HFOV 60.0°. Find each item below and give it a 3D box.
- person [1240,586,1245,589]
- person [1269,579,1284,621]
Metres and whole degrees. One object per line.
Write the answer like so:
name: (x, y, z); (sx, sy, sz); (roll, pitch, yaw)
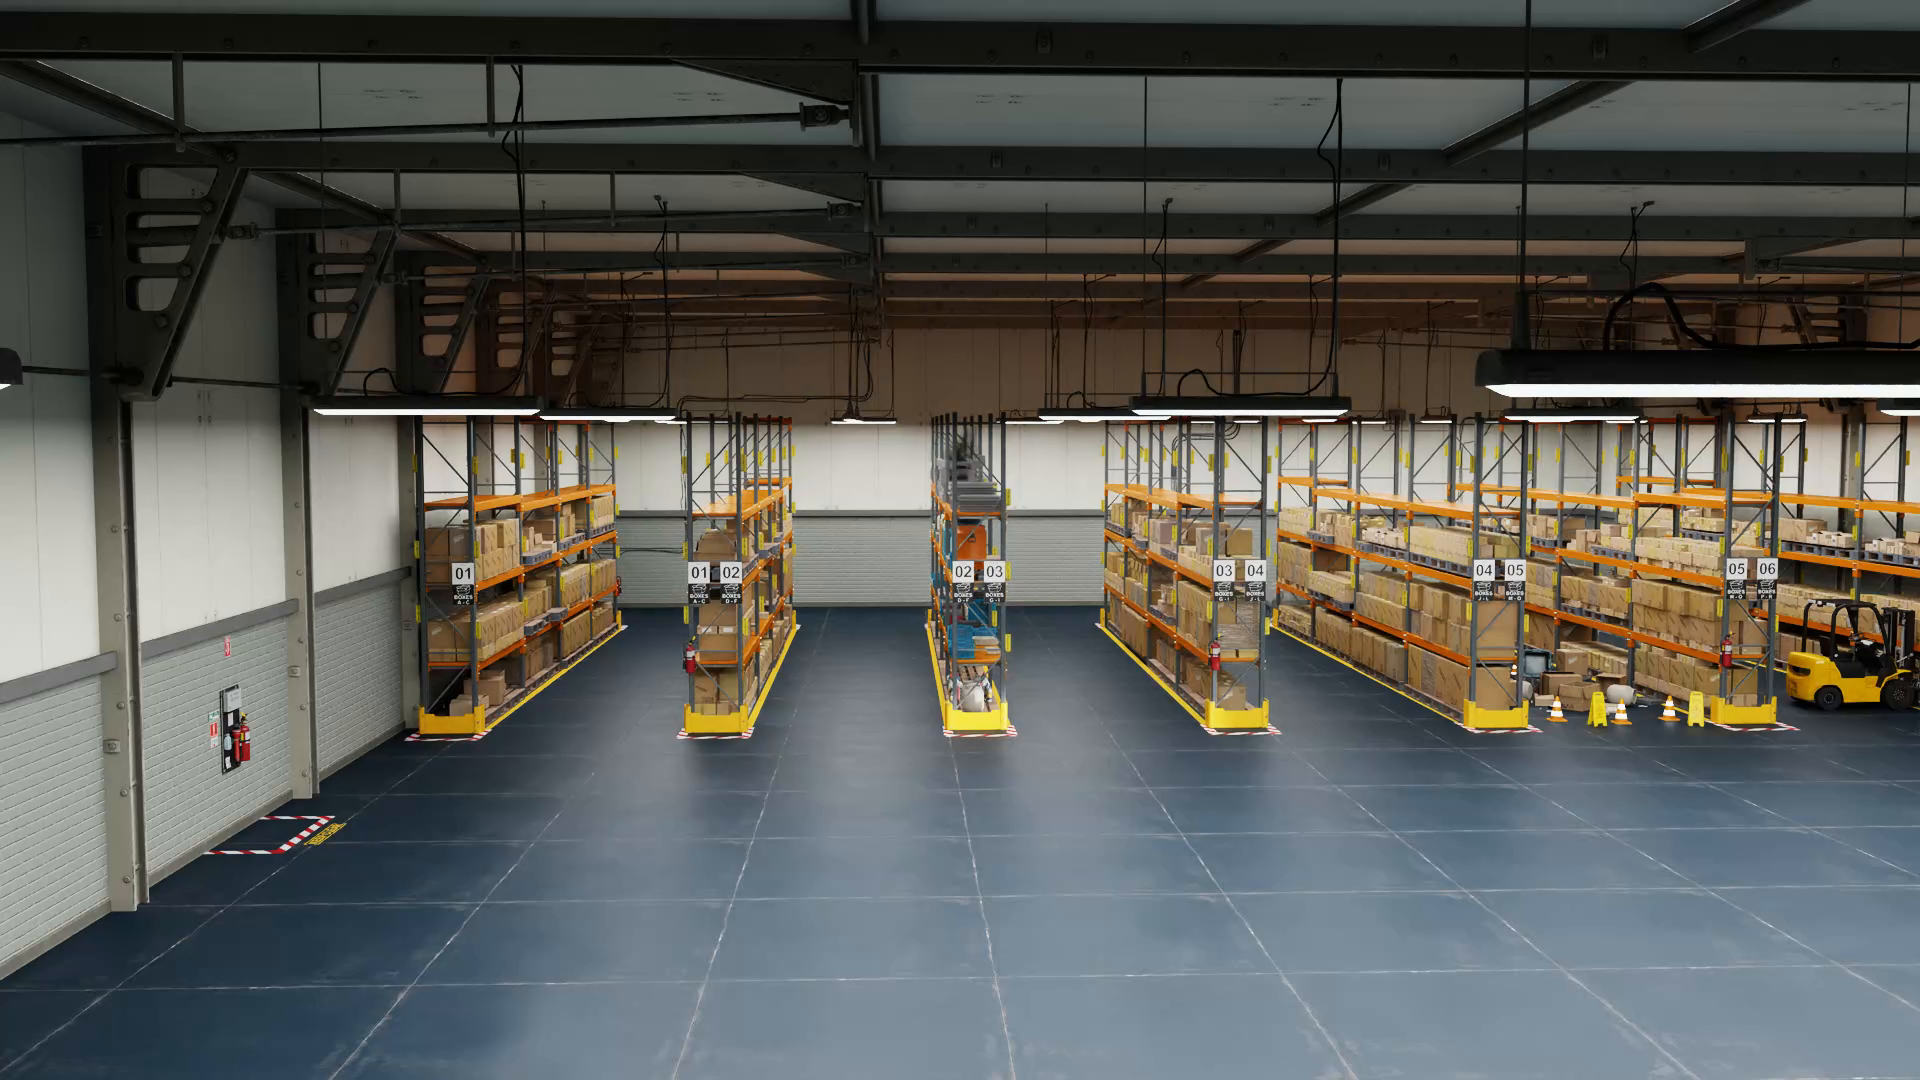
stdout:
person: (7.894, 1.847, 46.234); (0.554, 1.511, 0.850); (0, 4, 6)
person: (9.414, 1.643, 48.877); (0.610, 1.559, 0.582); (-1, 4, -9)
